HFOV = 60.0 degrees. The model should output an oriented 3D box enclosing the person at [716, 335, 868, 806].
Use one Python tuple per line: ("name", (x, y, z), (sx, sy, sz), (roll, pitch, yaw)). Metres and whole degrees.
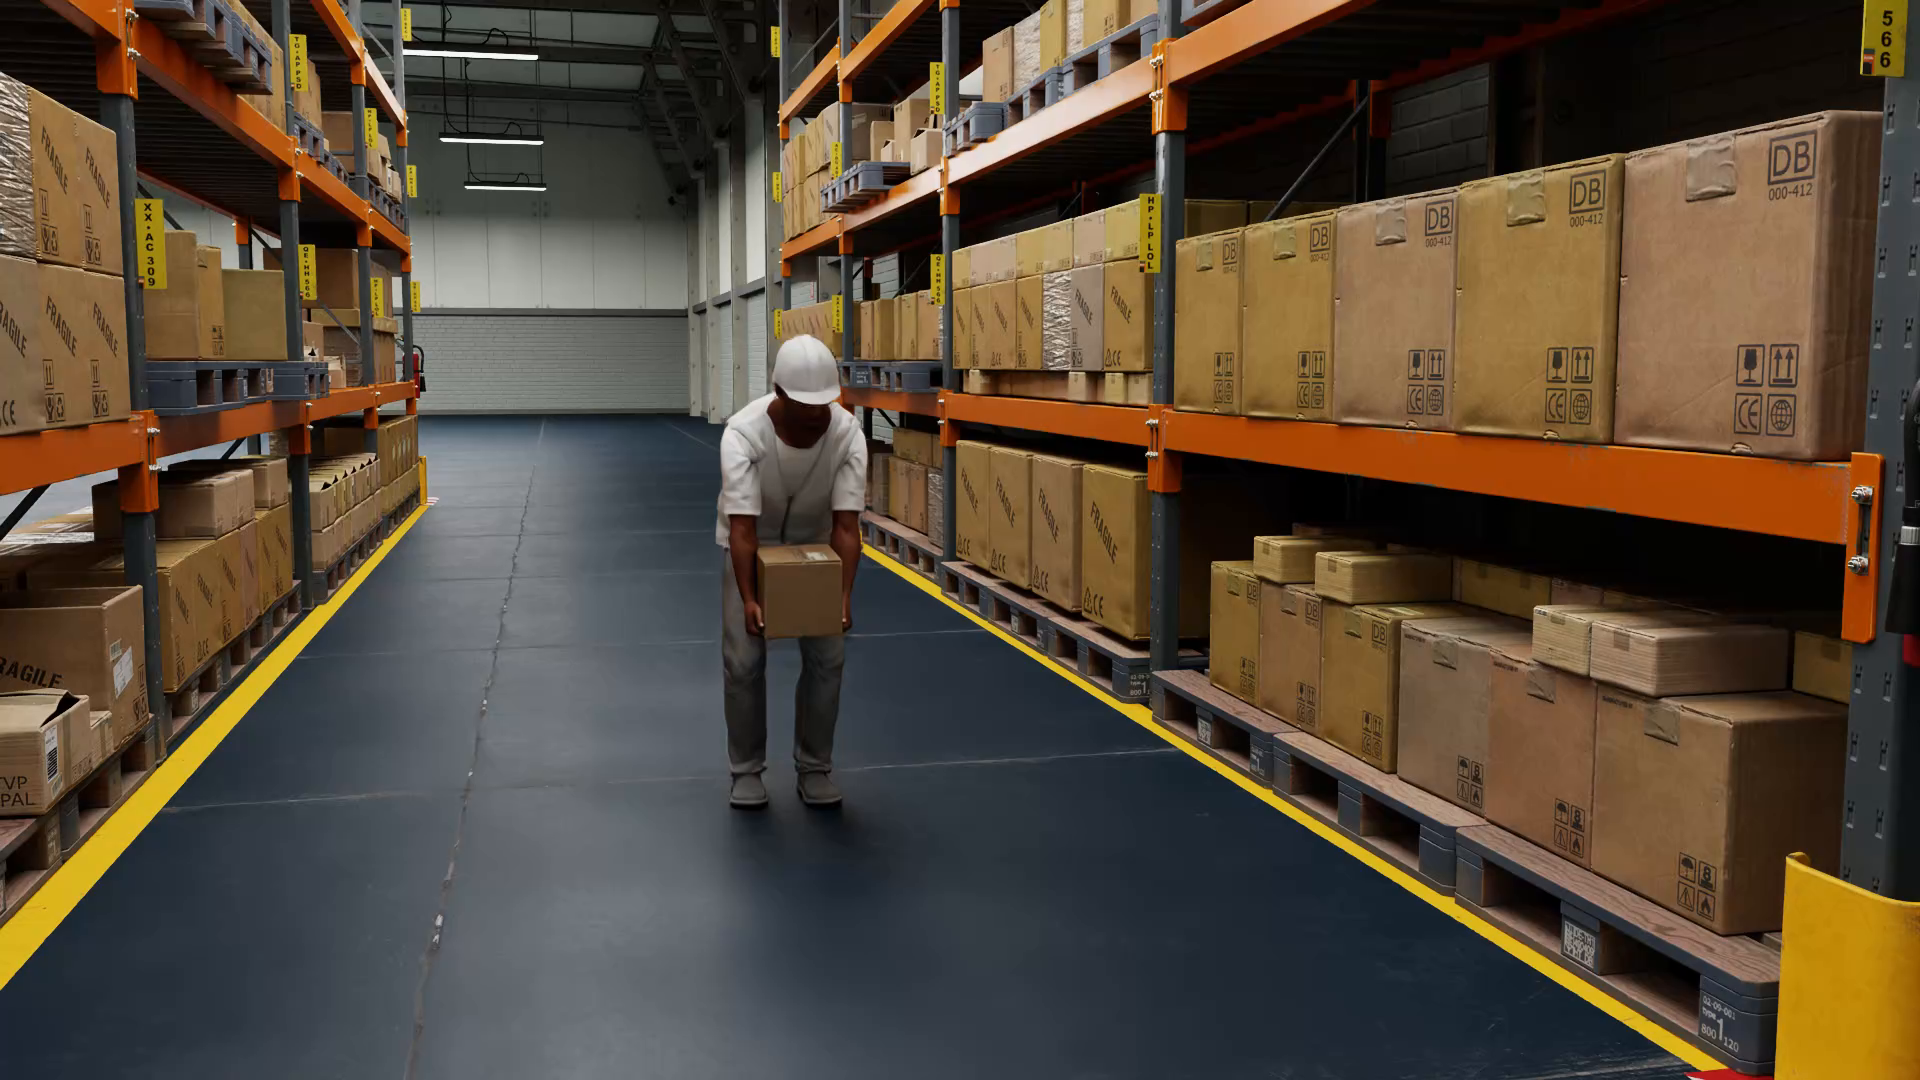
("person", (-0.555, 0.118, 5.565), (0.489, 1.588, 0.763), (-2, 6, -15))
